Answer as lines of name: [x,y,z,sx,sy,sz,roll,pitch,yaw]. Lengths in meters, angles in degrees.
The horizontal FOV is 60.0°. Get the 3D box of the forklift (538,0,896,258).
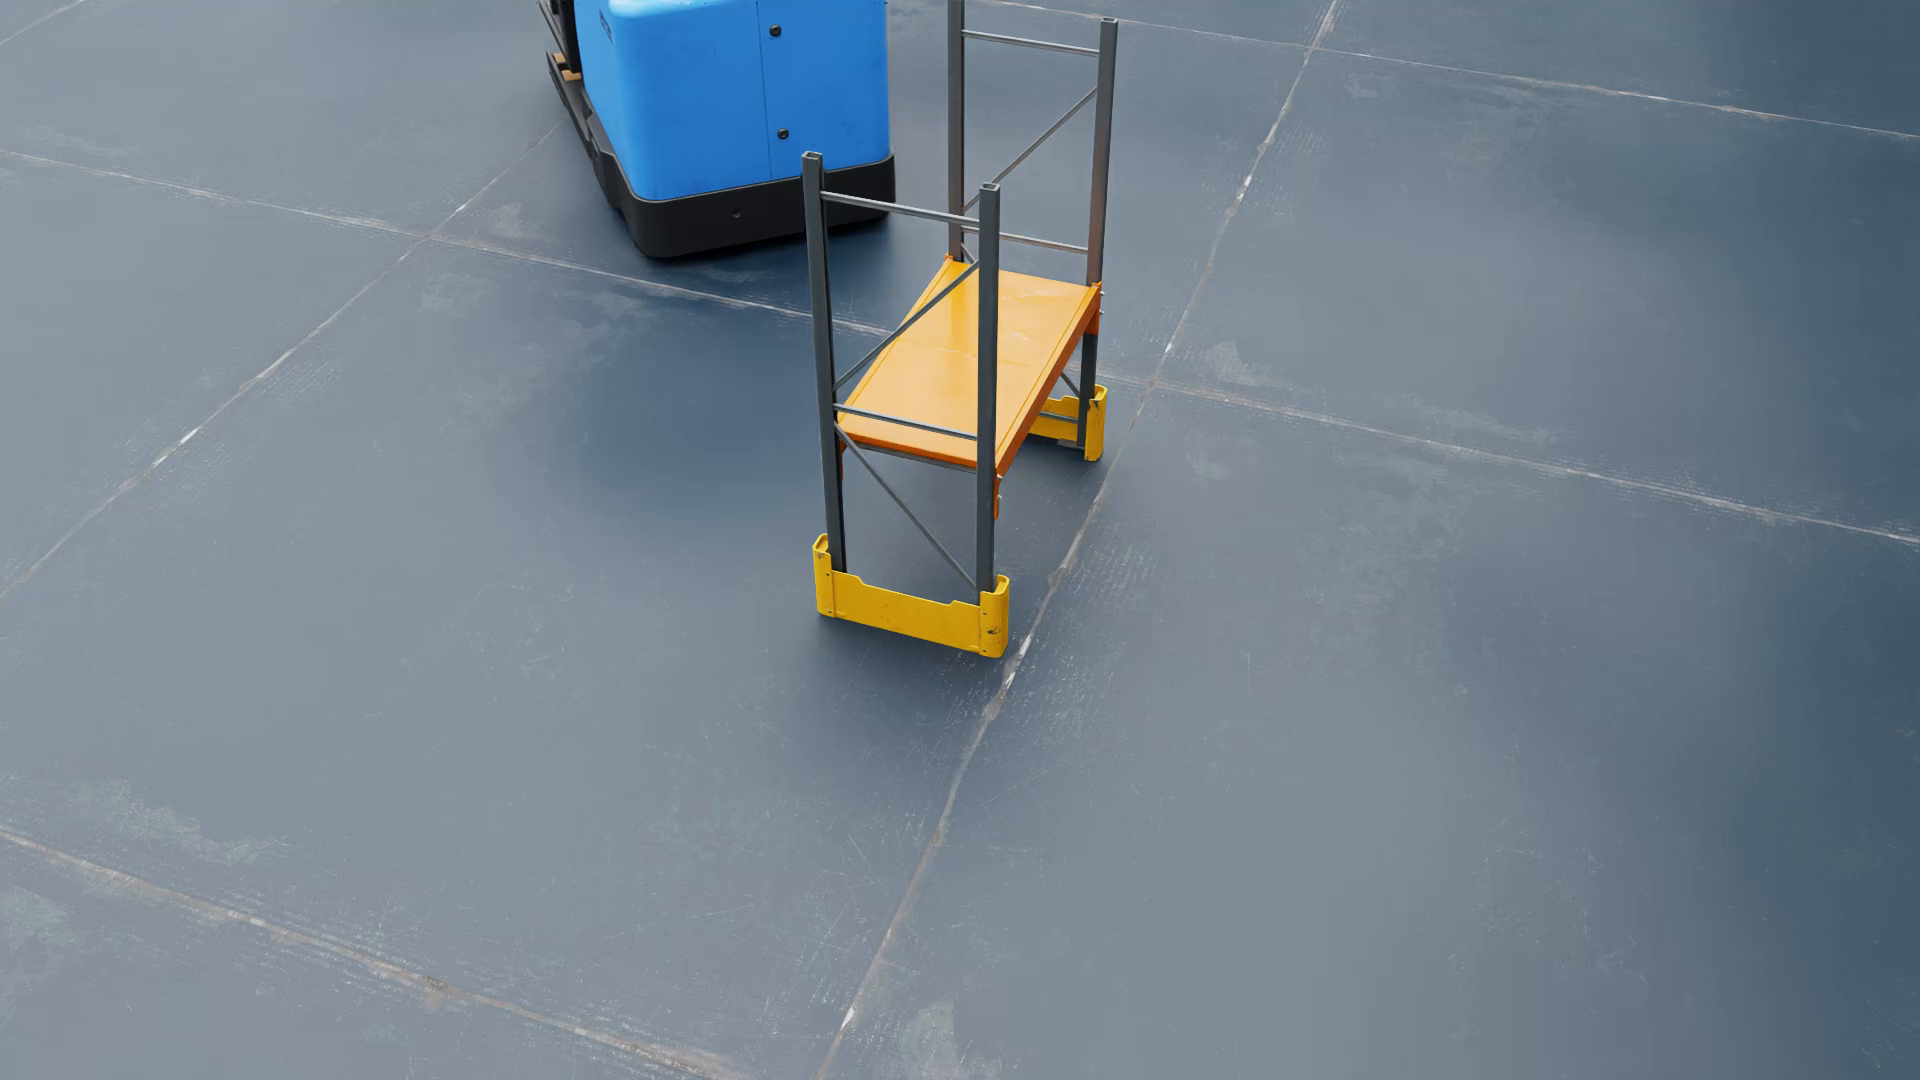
forklift: [-1.259,-3.169,6.706,1.130,2.935,3.031,-14,42,-16]

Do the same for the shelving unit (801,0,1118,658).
shelving unit: [0.026,-0.617,4.818,0.587,1.500,1.083,13,42,15]

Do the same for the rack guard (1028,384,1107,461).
rack guard: [0.196,-0.445,5.579,0.587,0.250,0.087,13,42,15]

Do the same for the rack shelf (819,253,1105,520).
rack shelf: [0.029,-0.486,4.941,0.538,0.185,1.000,13,42,15]

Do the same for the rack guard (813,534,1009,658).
rack guard: [-0.144,0.162,4.867,0.587,0.250,0.087,13,42,15]

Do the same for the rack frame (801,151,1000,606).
rack frame: [-0.145,-0.313,4.461,0.500,1.500,0.032,13,42,15]

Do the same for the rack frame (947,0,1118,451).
rack frame: [0.203,-0.933,5.188,0.500,1.500,0.032,13,42,15]
